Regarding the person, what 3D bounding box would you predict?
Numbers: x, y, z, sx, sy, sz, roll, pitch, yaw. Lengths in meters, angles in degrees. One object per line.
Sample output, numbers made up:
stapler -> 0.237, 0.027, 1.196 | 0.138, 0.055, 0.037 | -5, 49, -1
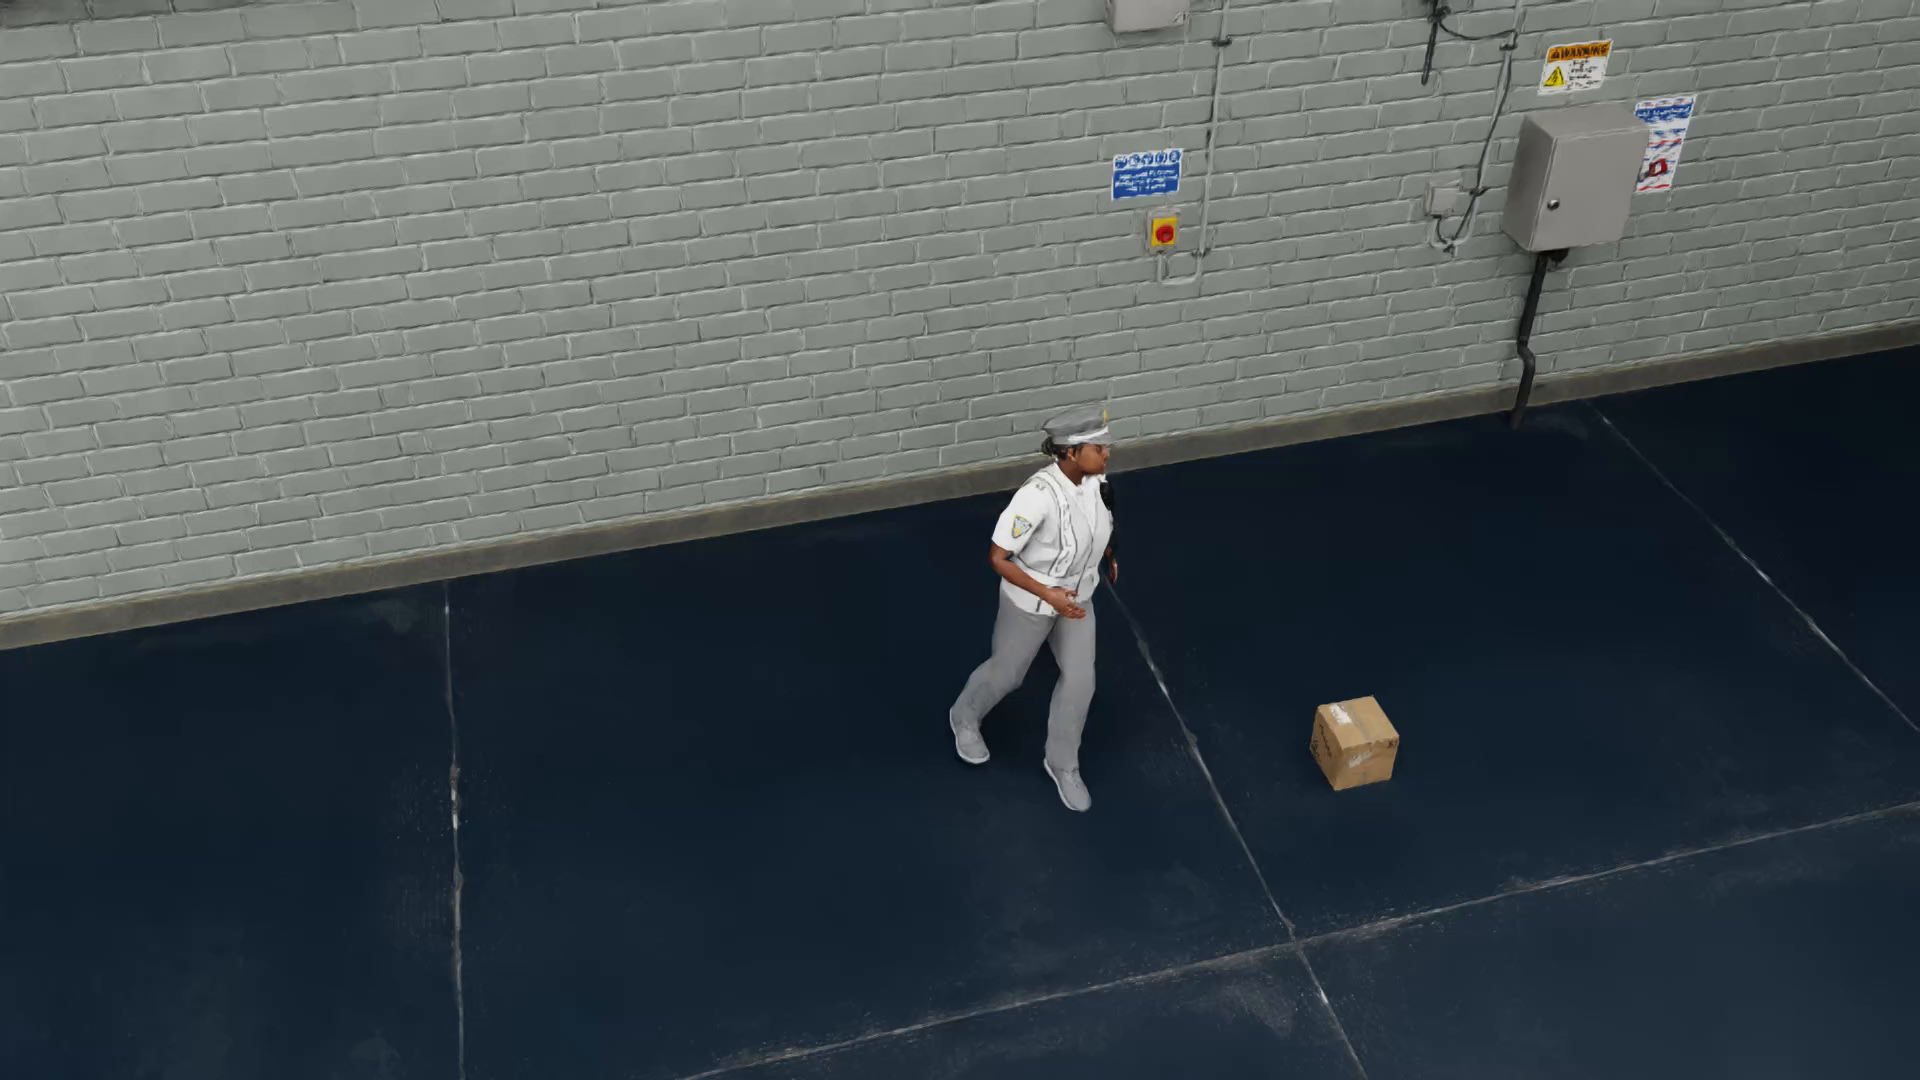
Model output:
person -> 0.360, 0.225, 6.431 | 0.658, 1.719, 0.704 | -31, 48, -33
